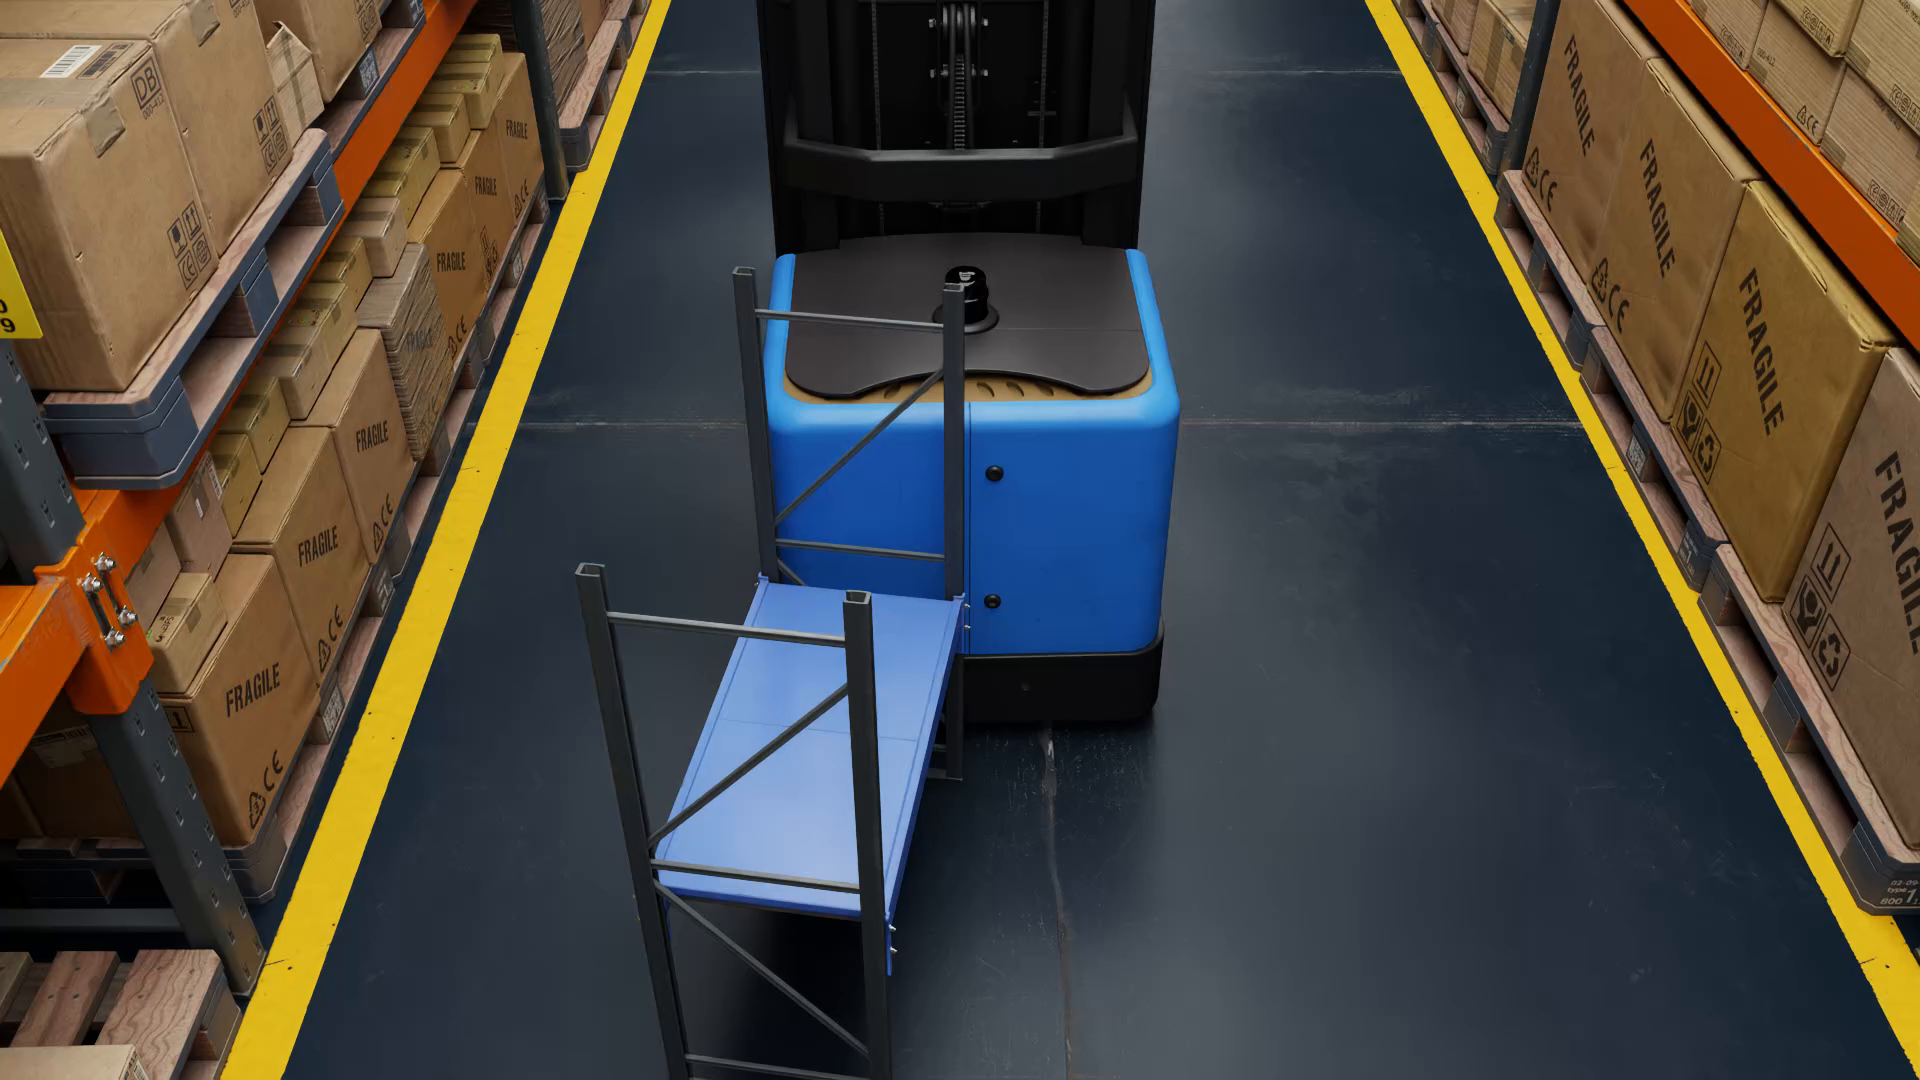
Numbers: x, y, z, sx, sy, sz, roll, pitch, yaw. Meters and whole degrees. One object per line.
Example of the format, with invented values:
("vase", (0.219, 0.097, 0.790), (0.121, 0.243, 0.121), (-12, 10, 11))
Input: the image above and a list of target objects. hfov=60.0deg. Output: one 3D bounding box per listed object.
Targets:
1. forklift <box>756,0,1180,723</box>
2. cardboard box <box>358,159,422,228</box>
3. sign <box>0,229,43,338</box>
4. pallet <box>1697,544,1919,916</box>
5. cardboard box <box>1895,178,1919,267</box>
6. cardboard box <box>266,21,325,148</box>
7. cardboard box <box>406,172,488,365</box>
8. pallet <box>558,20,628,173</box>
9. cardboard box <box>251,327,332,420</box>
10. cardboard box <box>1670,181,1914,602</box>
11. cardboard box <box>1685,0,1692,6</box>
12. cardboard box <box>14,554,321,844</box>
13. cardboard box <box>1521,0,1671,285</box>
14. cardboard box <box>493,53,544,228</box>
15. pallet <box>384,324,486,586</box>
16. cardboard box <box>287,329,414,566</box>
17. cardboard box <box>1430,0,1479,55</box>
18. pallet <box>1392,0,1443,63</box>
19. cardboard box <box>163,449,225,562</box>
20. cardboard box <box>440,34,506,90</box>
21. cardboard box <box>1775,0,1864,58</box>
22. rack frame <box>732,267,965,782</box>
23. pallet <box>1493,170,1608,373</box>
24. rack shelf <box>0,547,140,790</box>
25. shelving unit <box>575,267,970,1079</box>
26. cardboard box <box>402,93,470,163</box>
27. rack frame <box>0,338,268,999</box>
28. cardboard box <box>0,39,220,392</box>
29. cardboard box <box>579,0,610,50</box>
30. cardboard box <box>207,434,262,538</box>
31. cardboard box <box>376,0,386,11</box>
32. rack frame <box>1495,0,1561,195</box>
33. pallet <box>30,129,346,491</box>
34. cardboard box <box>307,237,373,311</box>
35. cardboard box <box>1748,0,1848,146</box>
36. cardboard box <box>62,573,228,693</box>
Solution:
("forklift", (-0.018, -1.538, 4.825), (1.130, 2.935, 3.031), (-1, 39, -1))
("cardboard box", (-1.973, -1.109, 5.380), (0.380, 0.149, 0.250), (-1, 39, -1))
("sign", (-1.623, -0.474, 2.751), (0.100, 0.325, 0.005), (0, 39, 0))
("pallet", (2.722, 0.468, 4.497), (1.003, 0.211, 1.213), (0, 39, 0))
("cardboard box", (2.546, -0.678, 3.817), (0.500, 0.250, 0.500), (-1, 39, -1))
("cardboard box", (-1.783, -1.112, 4.010), (0.396, 0.266, 0.258), (2, 39, 2))
("cardboard box", (-1.961, -0.917, 5.658), (0.500, 0.500, 0.500), (2, 39, 2))
("pallet", (-2.132, -2.059, 7.651), (1.003, 0.211, 1.213), (0, 39, 0))
("cardboard box", (-1.966, -0.459, 4.568), (0.380, 0.149, 0.250), (0, 39, 0))
("cardboard box", (2.709, -0.425, 4.744), (0.875, 0.875, 0.875), (1, 39, 1))
("cardboard box", (2.561, -1.953, 5.408), (0.500, 0.250, 0.500), (-1, 39, -1))
("cardboard box", (-1.941, 0.378, 4.043), (0.500, 0.500, 0.500), (2, 39, 2))
("cardboard box", (2.711, -1.541, 6.138), (0.875, 0.875, 0.875), (0, 39, 0))
("cardboard box", (-1.955, -1.557, 6.457), (0.500, 0.500, 0.500), (1, 39, 1))
("pallet", (-2.208, -0.317, 5.476), (1.003, 0.211, 1.213), (0, 39, 0))
("cardboard box", (-1.948, -0.267, 4.848), (0.500, 0.500, 0.500), (-1, 39, -1))
("cardboard box", (2.794, -2.592, 7.851), (0.950, 0.372, 0.625), (-1, 39, -1))
("pallet", (2.796, -2.800, 8.575), (1.003, 0.211, 1.213), (0, 39, 0))
("cardboard box", (-1.948, -0.076, 3.853), (0.380, 0.149, 0.250), (-2, 39, -2))
("cardboard box", (-1.916, -1.766, 6.199), (0.380, 0.149, 0.250), (-2, 39, -2))
("cardboard box", (2.522, -1.506, 4.451), (0.500, 0.250, 0.500), (1, 39, 1))
("rack frame", (-0.239, 0.028, 4.015), (0.500, 1.500, 0.032), (6, 39, 7))
("pallet", (2.719, -1.057, 6.401), (1.003, 0.211, 1.213), (0, 39, 0))
("rack shelf", (-2.163, 1.400, 1.679), (1.077, 0.370, 4.000), (0, 39, 0))
("shelving unit", (-0.317, 0.343, 3.623), (0.538, 1.500, 1.048), (6, 39, 7))
("cardboard box", (-1.929, -1.430, 5.780), (0.380, 0.149, 0.250), (-1, 39, -2))
("rack frame", (-2.165, -0.131, 3.015), (1.000, 3.000, 0.127), (0, 39, 0))
("cardboard box", (-1.942, -0.637, 3.230), (0.700, 0.500, 0.500), (1, 39, 1))
("cardboard box", (-2.166, -2.669, 7.744), (0.875, 0.625, 0.625), (1, 39, 1))
("cardboard box", (-1.989, -0.131, 4.159), (0.380, 0.149, 0.250), (-2, 39, -2))
("cardboard box", (-1.983, -1.816, 4.699), (0.797, 0.503, 0.637), (-1, 39, -1))
("rack frame", (2.794, -2.639, 6.144), (1.000, 3.000, 0.127), (0, 39, 0))
("pallet", (-2.057, -0.556, 3.699), (1.003, 0.211, 1.213), (0, 39, 0))
("cardboard box", (-1.993, -0.783, 4.972), (0.380, 0.149, 0.250), (0, 39, 0))
("cardboard box", (2.560, -1.316, 4.614), (0.500, 0.250, 0.500), (0, 39, 0))
("cardboard box", (-1.900, 0.203, 3.743), (0.380, 0.149, 0.250), (2, 39, 2))
